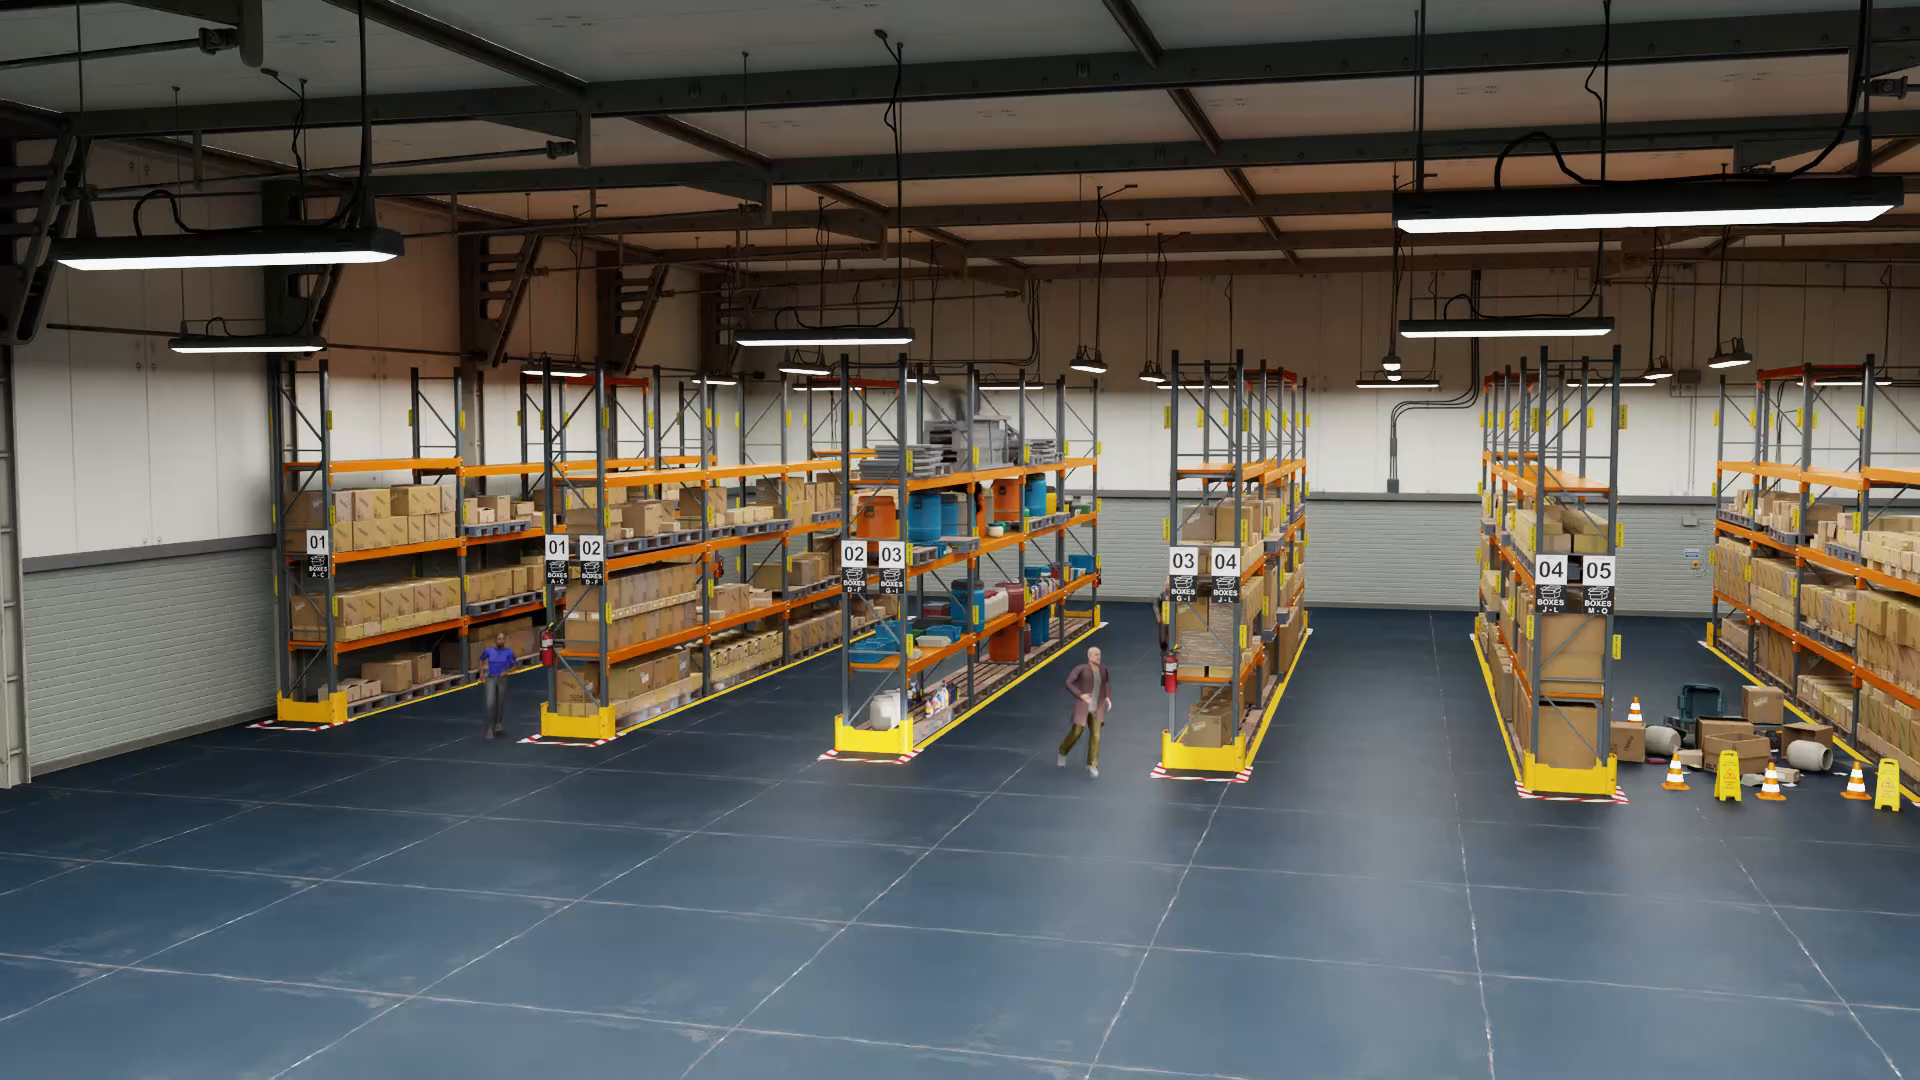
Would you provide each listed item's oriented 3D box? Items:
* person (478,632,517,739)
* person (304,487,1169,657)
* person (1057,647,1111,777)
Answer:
[{"bbox_3d":[-7.346,2.312,26.465,0.591,1.712,0.713,-1,4,-18],"label":"person"},{"bbox_3d":[-3.223,0.803,31.504,14.624,3.893,8.802,1,4,10],"label":"person"},{"bbox_3d":[1.870,2.412,23.632,0.749,1.765,0.949,-1,4,-19],"label":"person"}]
